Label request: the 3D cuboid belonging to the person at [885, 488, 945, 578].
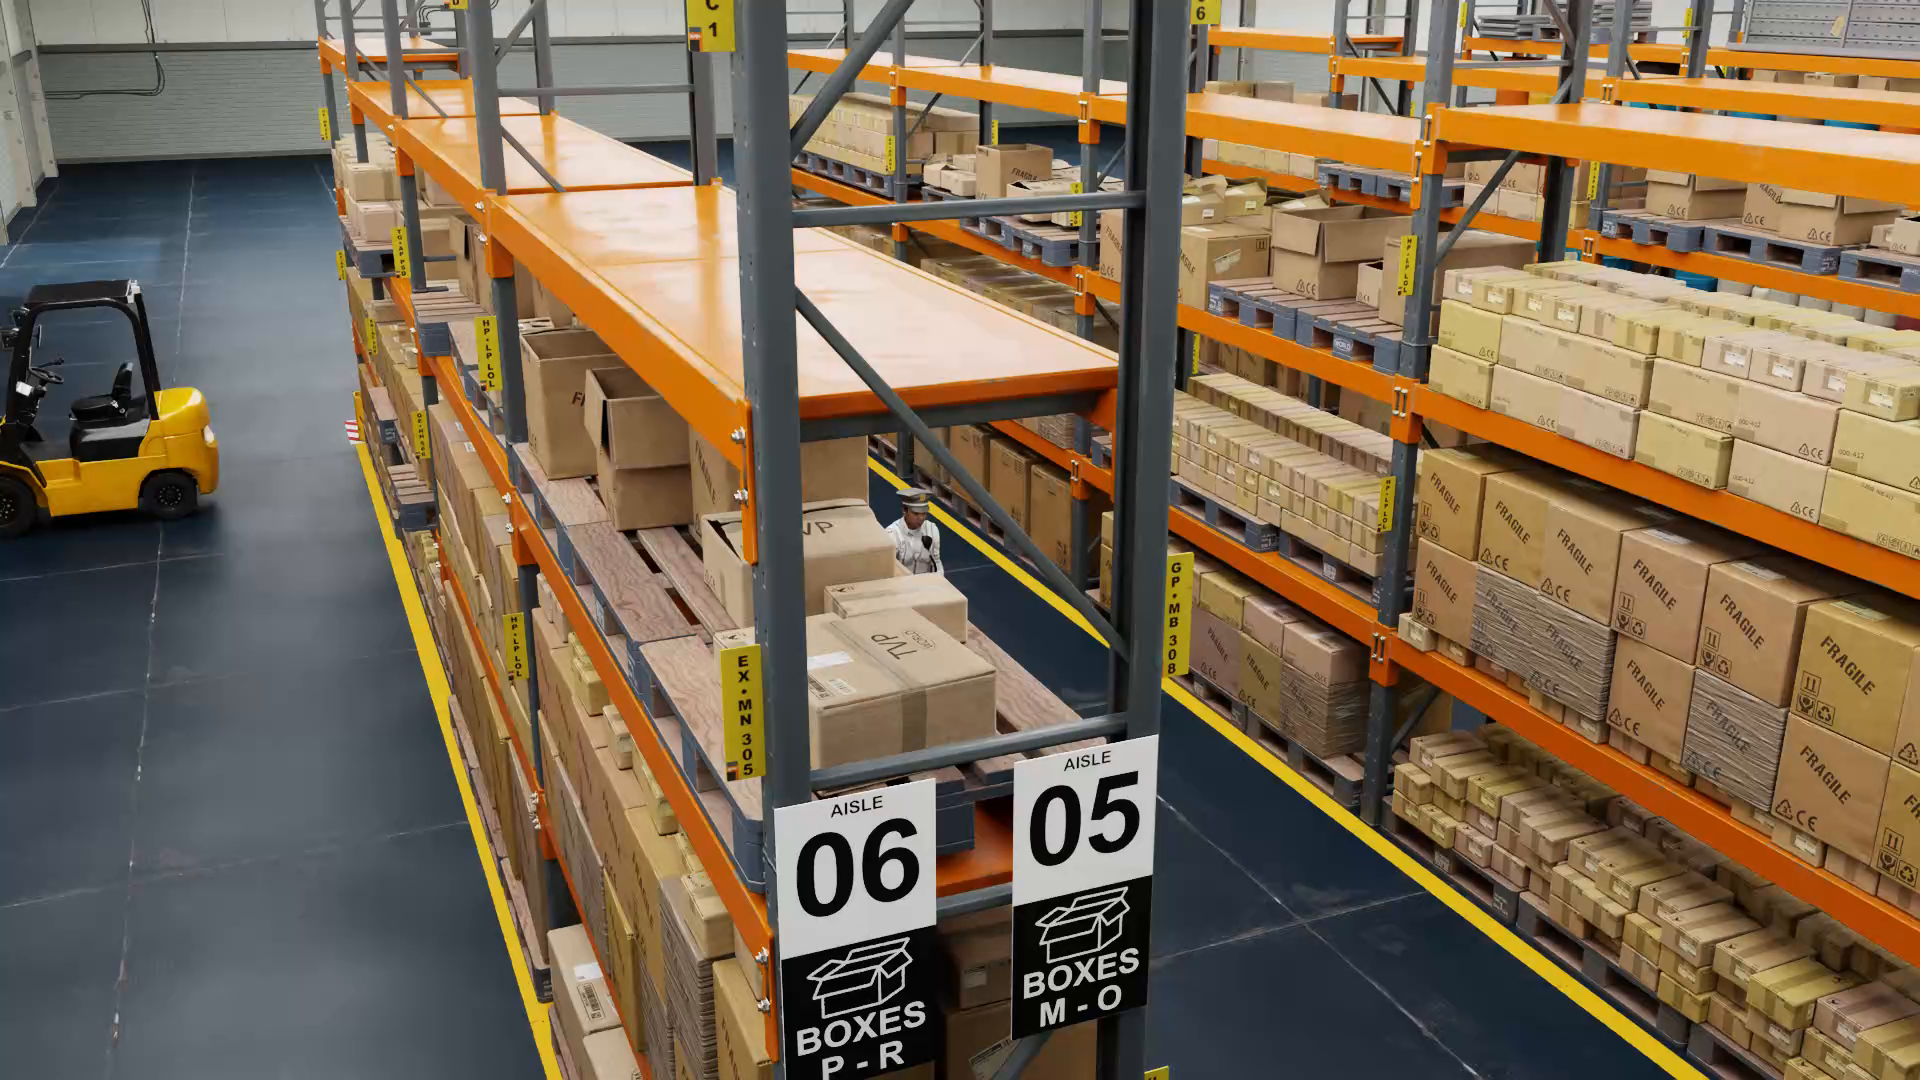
[{"bbox_3d":[-0.347,0.426,11.579,0.546,1.667,0.369,-9,21,-24],"label":"person"}]
